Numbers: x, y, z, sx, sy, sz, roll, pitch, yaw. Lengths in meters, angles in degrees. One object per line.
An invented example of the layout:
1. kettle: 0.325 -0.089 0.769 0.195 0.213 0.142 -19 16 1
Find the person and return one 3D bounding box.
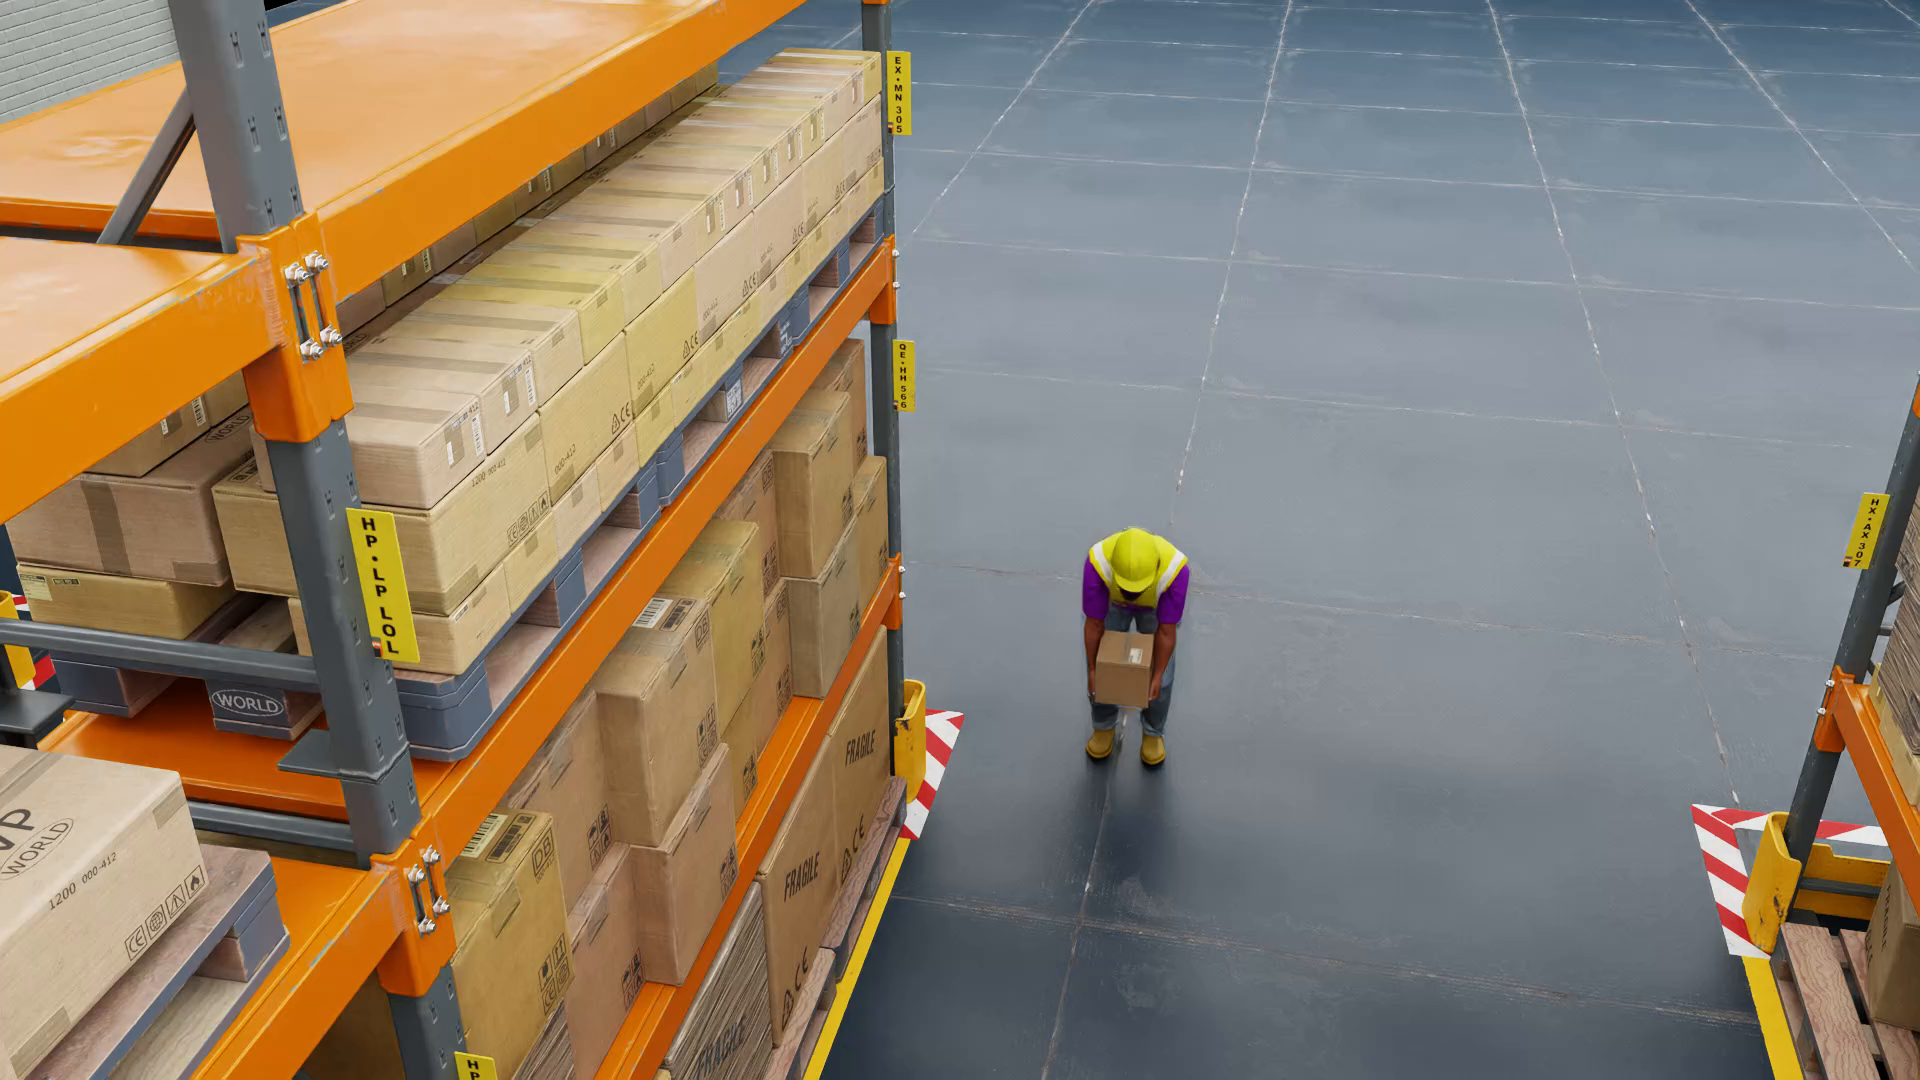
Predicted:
1. person: 0.833 0.481 7.993 0.488 1.497 0.832 5 29 9
